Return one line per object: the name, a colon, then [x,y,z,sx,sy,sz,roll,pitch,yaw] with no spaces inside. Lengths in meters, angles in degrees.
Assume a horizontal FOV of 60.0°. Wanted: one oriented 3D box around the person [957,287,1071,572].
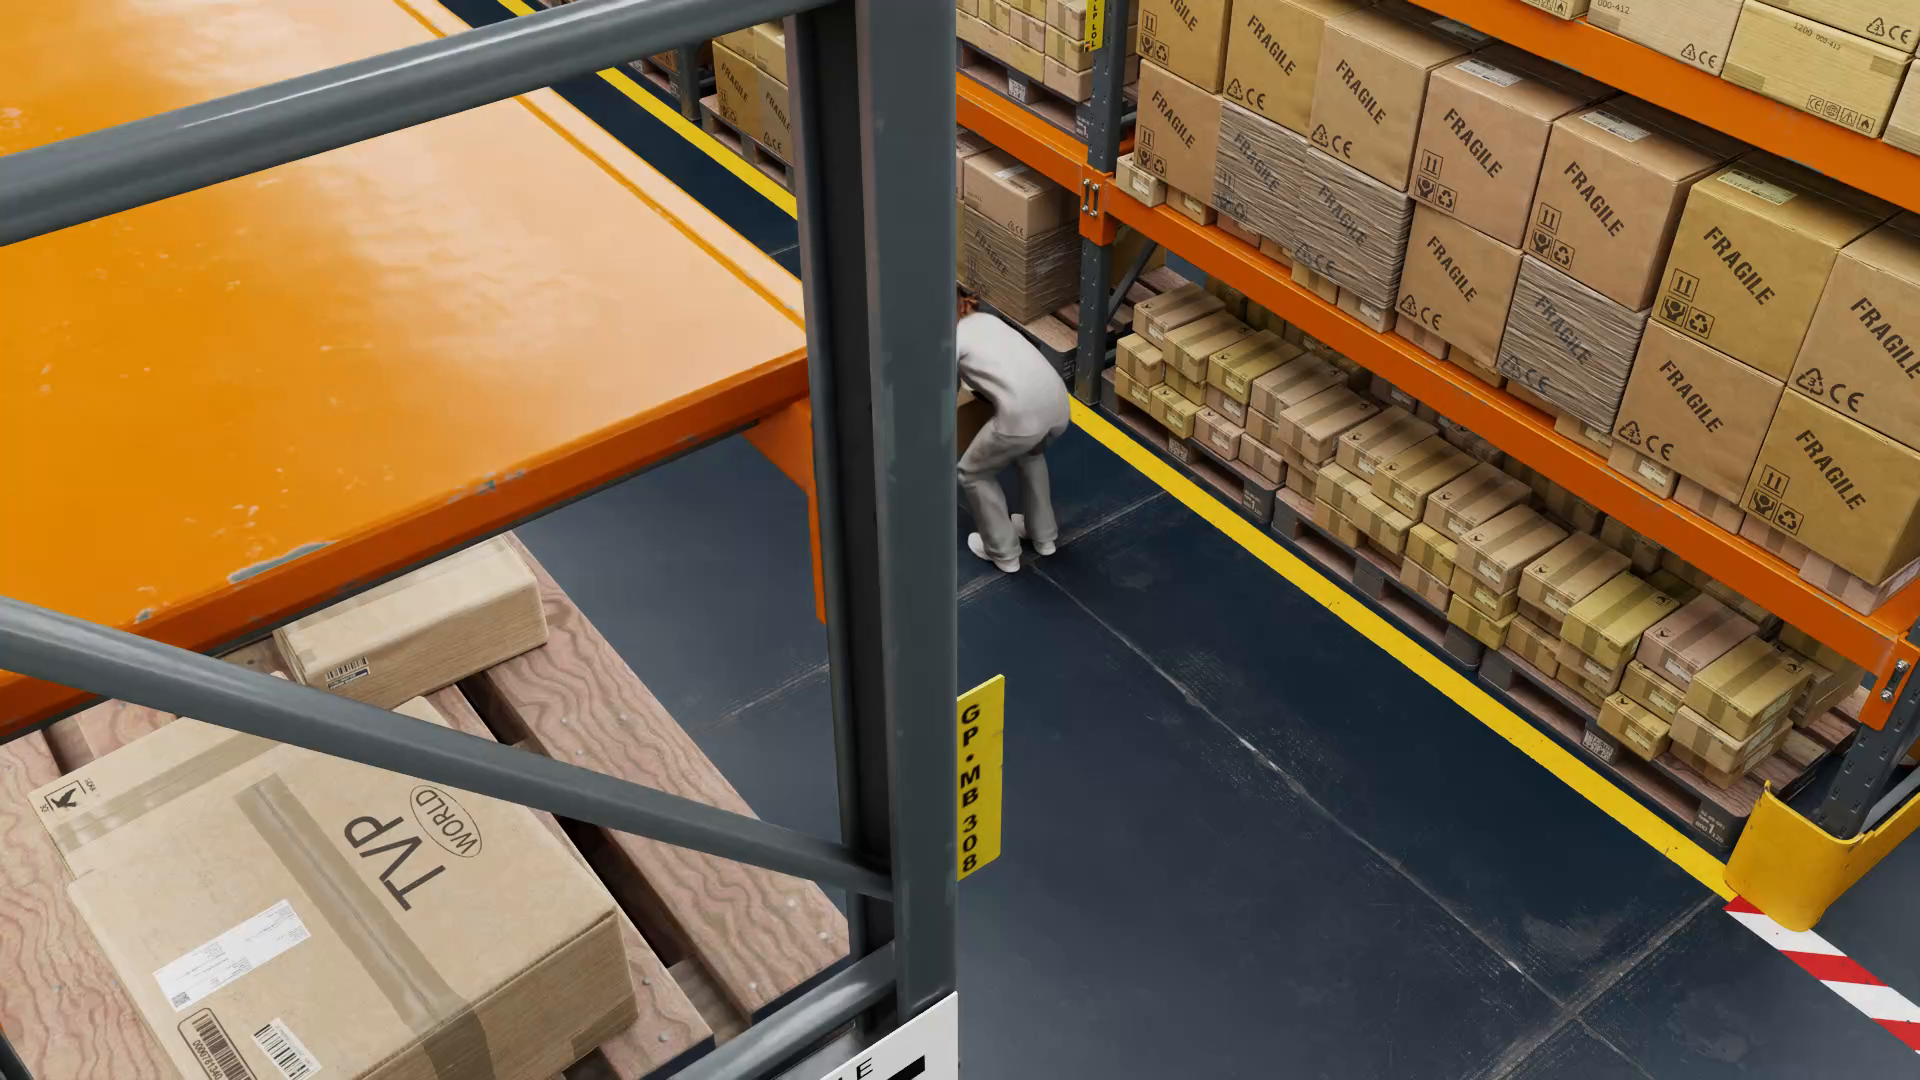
person: [0.123,-0.510,7.395,0.437,1.188,0.844,-28,48,-29]
